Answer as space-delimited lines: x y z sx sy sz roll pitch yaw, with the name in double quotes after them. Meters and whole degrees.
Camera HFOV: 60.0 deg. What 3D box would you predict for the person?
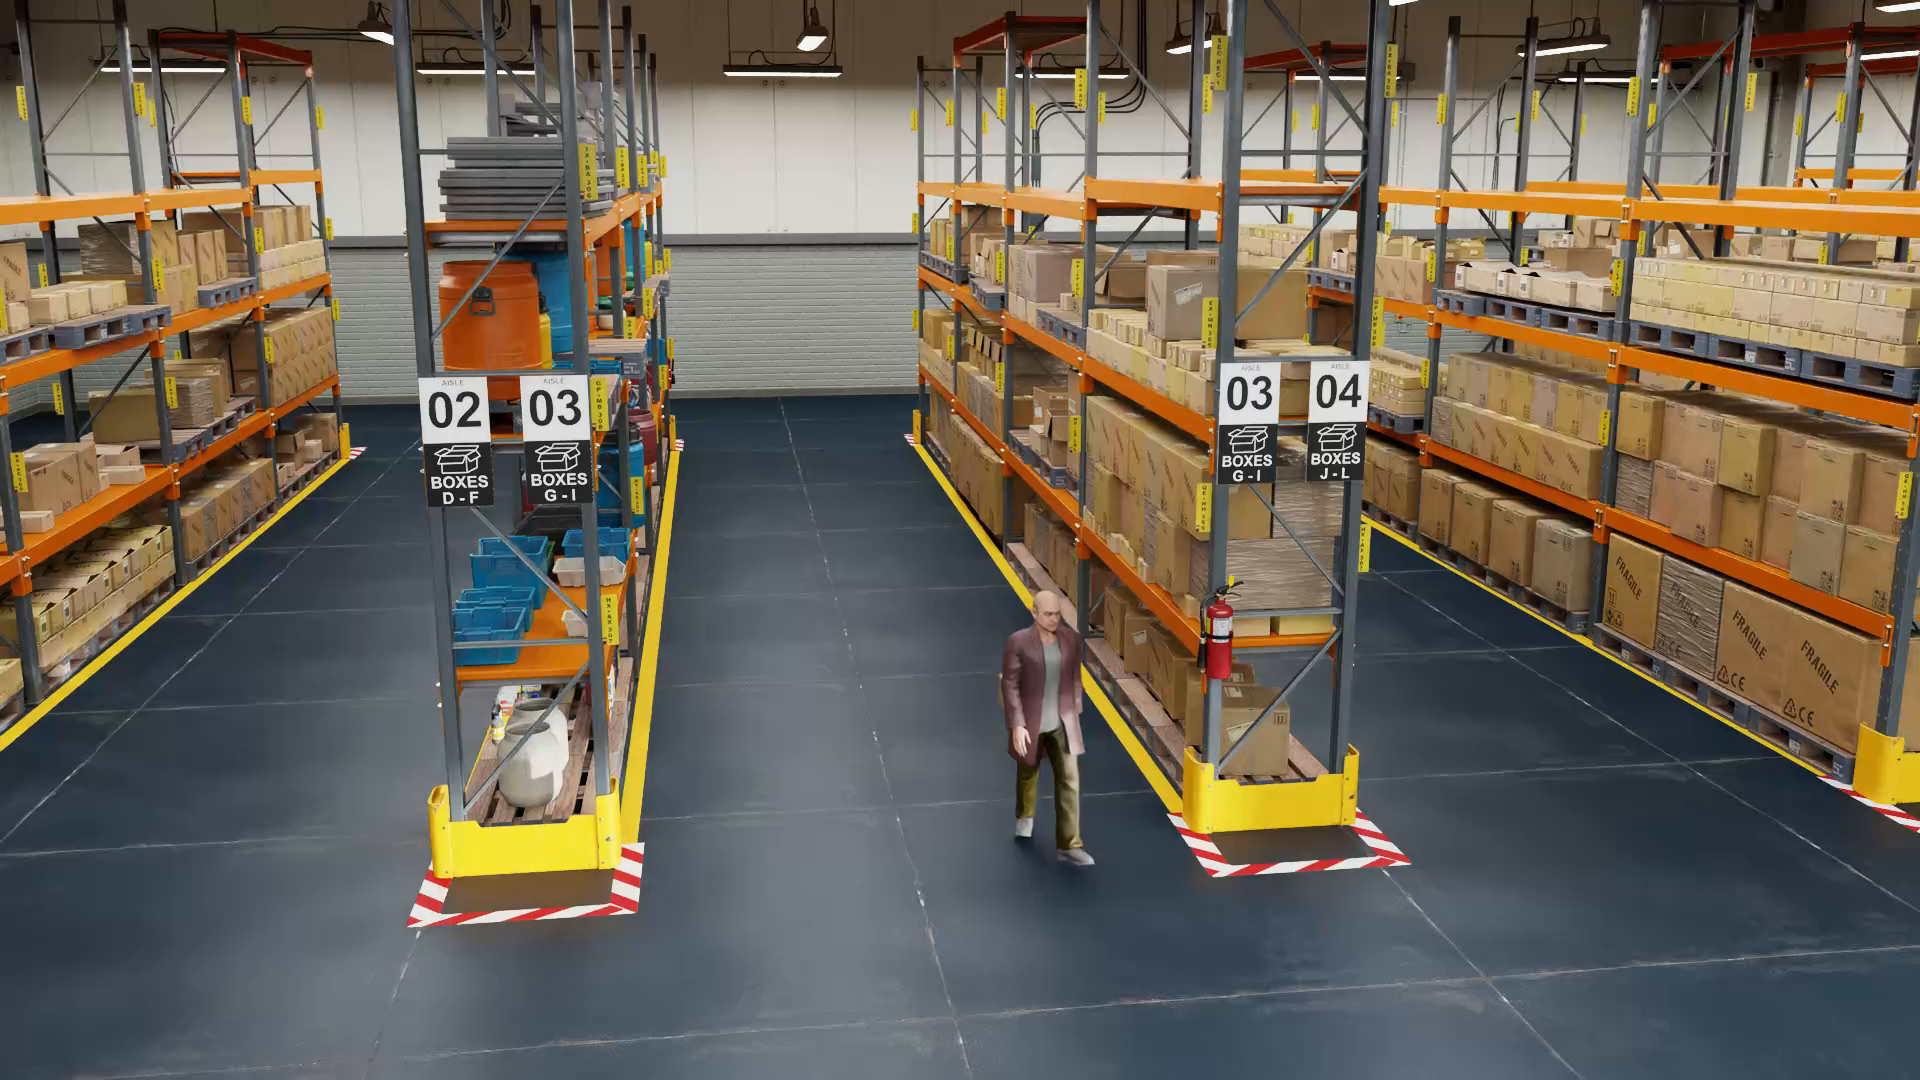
0.565 1.194 10.785 0.584 1.737 1.014 -3 13 -11 "person"
